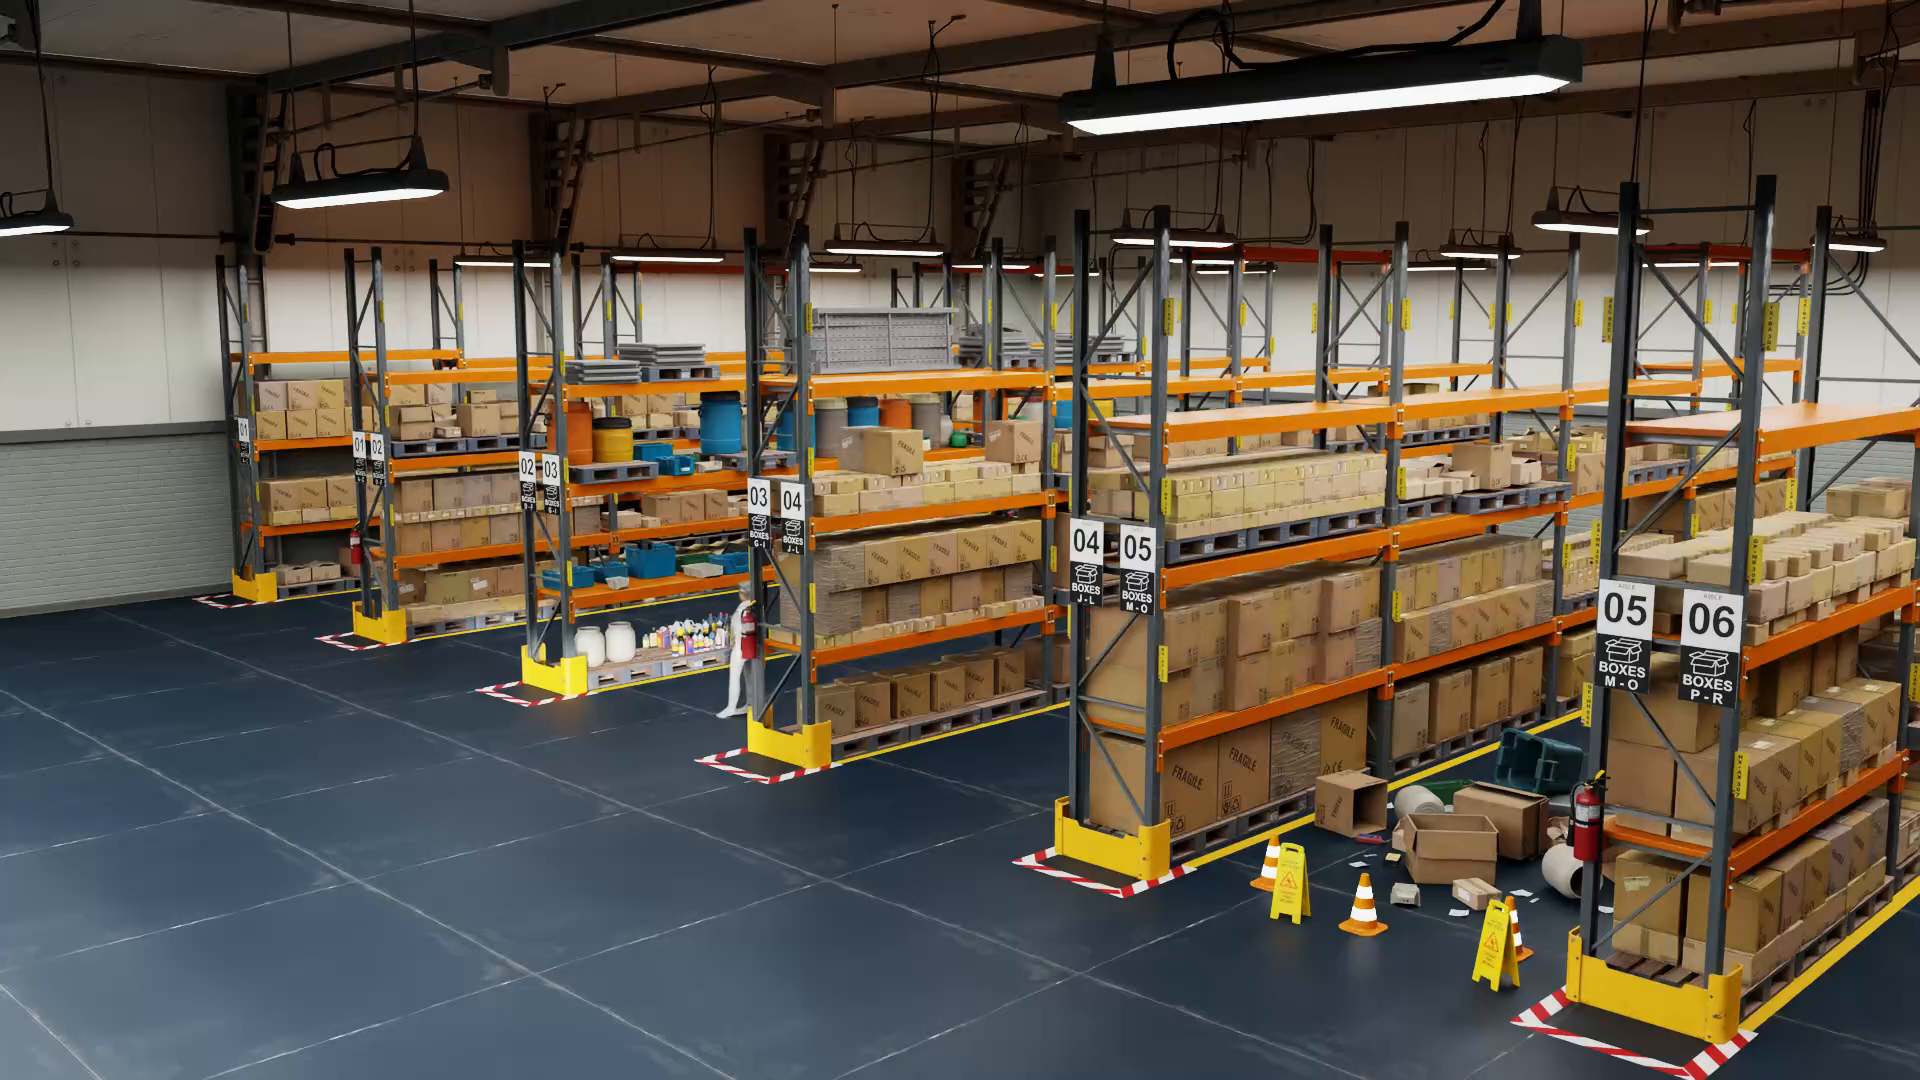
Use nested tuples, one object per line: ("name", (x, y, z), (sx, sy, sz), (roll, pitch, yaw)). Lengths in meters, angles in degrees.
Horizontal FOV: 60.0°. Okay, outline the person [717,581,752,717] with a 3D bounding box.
("person", (-2.772, 1.372, 20.979), (0.416, 1.699, 0.587), (4, 9, 28))
